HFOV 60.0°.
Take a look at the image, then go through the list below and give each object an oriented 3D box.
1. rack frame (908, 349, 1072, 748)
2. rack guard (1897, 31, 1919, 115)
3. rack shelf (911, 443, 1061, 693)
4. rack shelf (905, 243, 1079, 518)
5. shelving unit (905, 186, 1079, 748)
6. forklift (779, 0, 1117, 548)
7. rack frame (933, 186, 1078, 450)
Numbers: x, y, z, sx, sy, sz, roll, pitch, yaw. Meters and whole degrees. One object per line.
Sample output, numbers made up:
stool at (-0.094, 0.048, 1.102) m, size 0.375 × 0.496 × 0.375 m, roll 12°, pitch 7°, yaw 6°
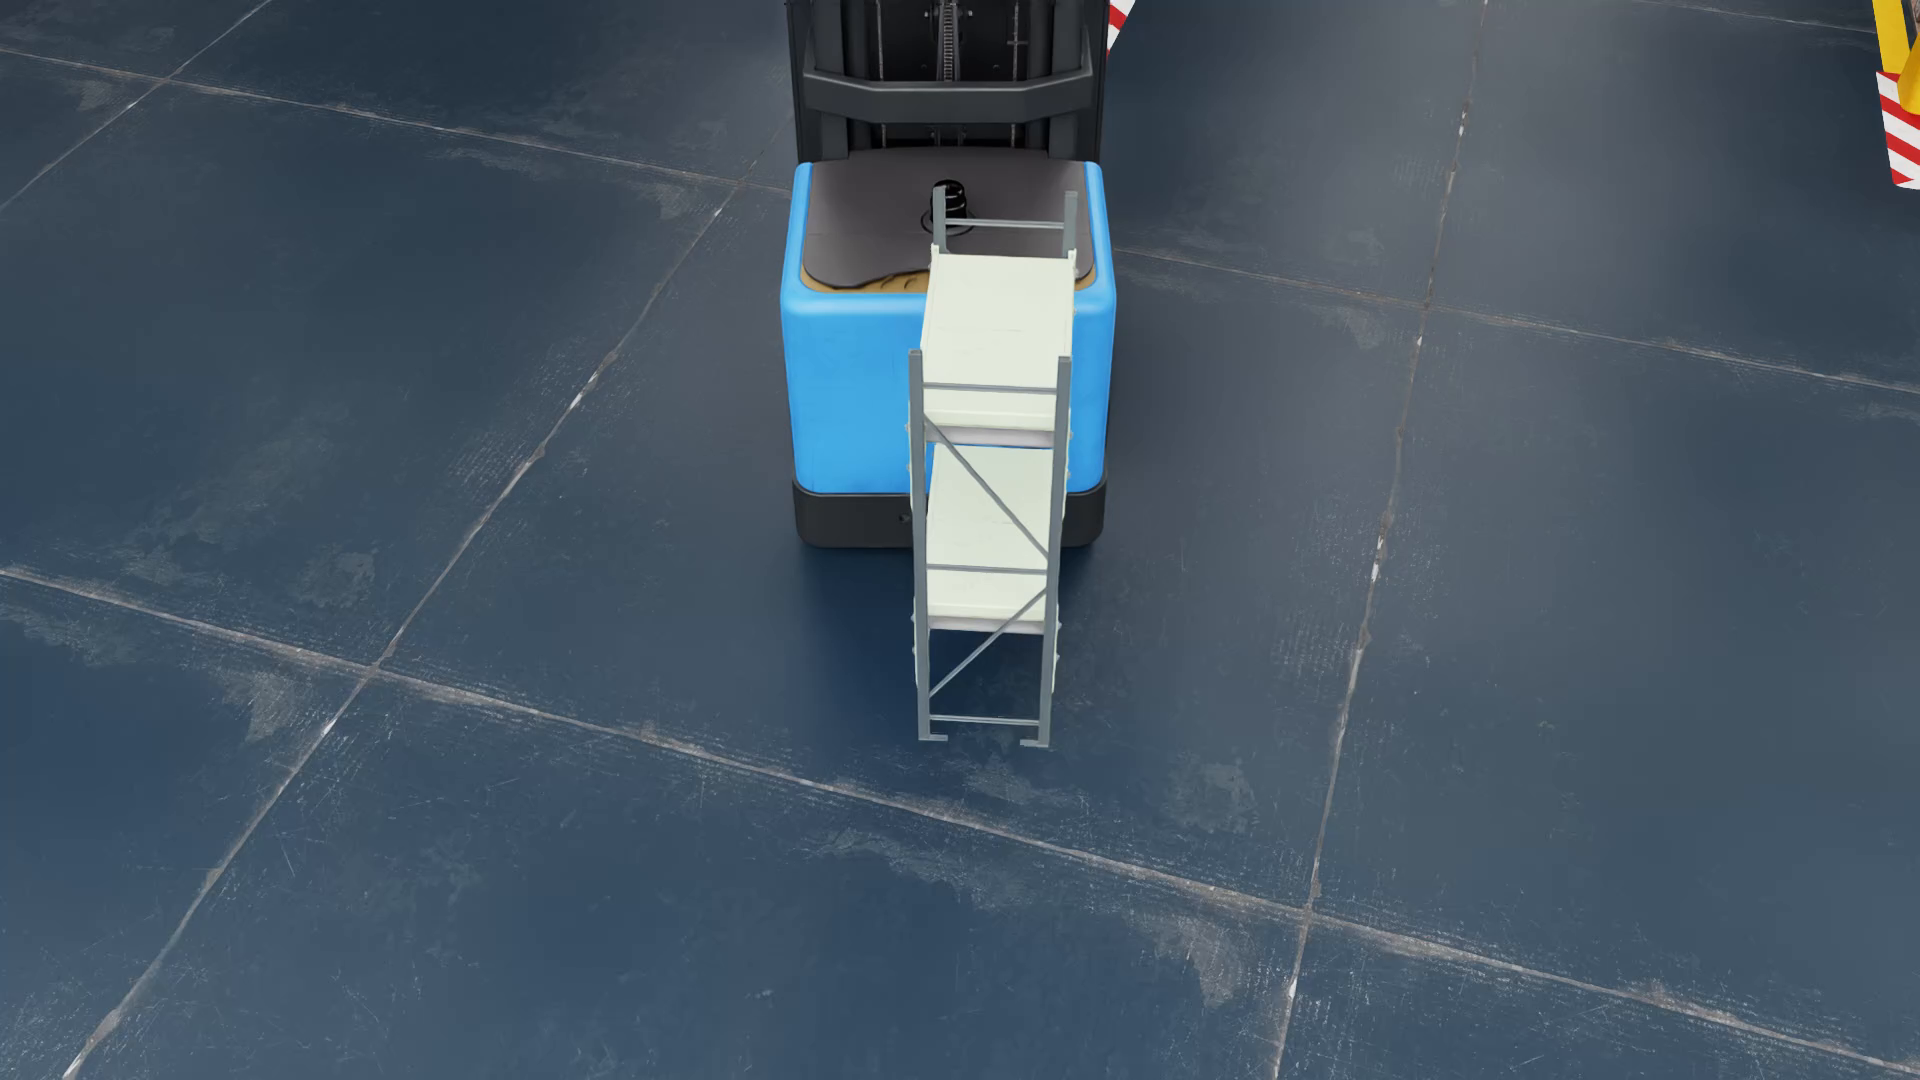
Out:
rack frame at (0.073, 0.084, 4.592) m, size 0.400 × 1.500 × 0.023 m, roll 3°, pitch 44°, yaw 3°
rack guard at (5.027, -2.175, 7.615) m, size 1.175 × 0.500 × 0.348 m, roll 13°, pitch 46°, yaw 13°
rack shelf at (0.099, 0.062, 5.081) m, size 0.431 × 0.370 × 0.720 m, roll 3°, pitch 44°, yaw 3°
rack shelf at (0.099, -0.450, 4.580) m, size 0.431 × 0.370 × 0.720 m, roll 3°, pitch 44°, yaw 3°
shelving unit at (0.099, -0.171, 4.853) m, size 0.431 × 1.500 × 0.755 m, roll 3°, pitch 44°, yaw 3°
forklift at (-0.041, -2.030, 5.729) m, size 1.130 × 2.935 × 3.031 m, roll 0°, pitch 44°, yaw 0°
rack frame at (0.125, -0.426, 5.113) m, size 0.400 × 1.500 × 0.023 m, roll 3°, pitch 44°, yaw 3°
